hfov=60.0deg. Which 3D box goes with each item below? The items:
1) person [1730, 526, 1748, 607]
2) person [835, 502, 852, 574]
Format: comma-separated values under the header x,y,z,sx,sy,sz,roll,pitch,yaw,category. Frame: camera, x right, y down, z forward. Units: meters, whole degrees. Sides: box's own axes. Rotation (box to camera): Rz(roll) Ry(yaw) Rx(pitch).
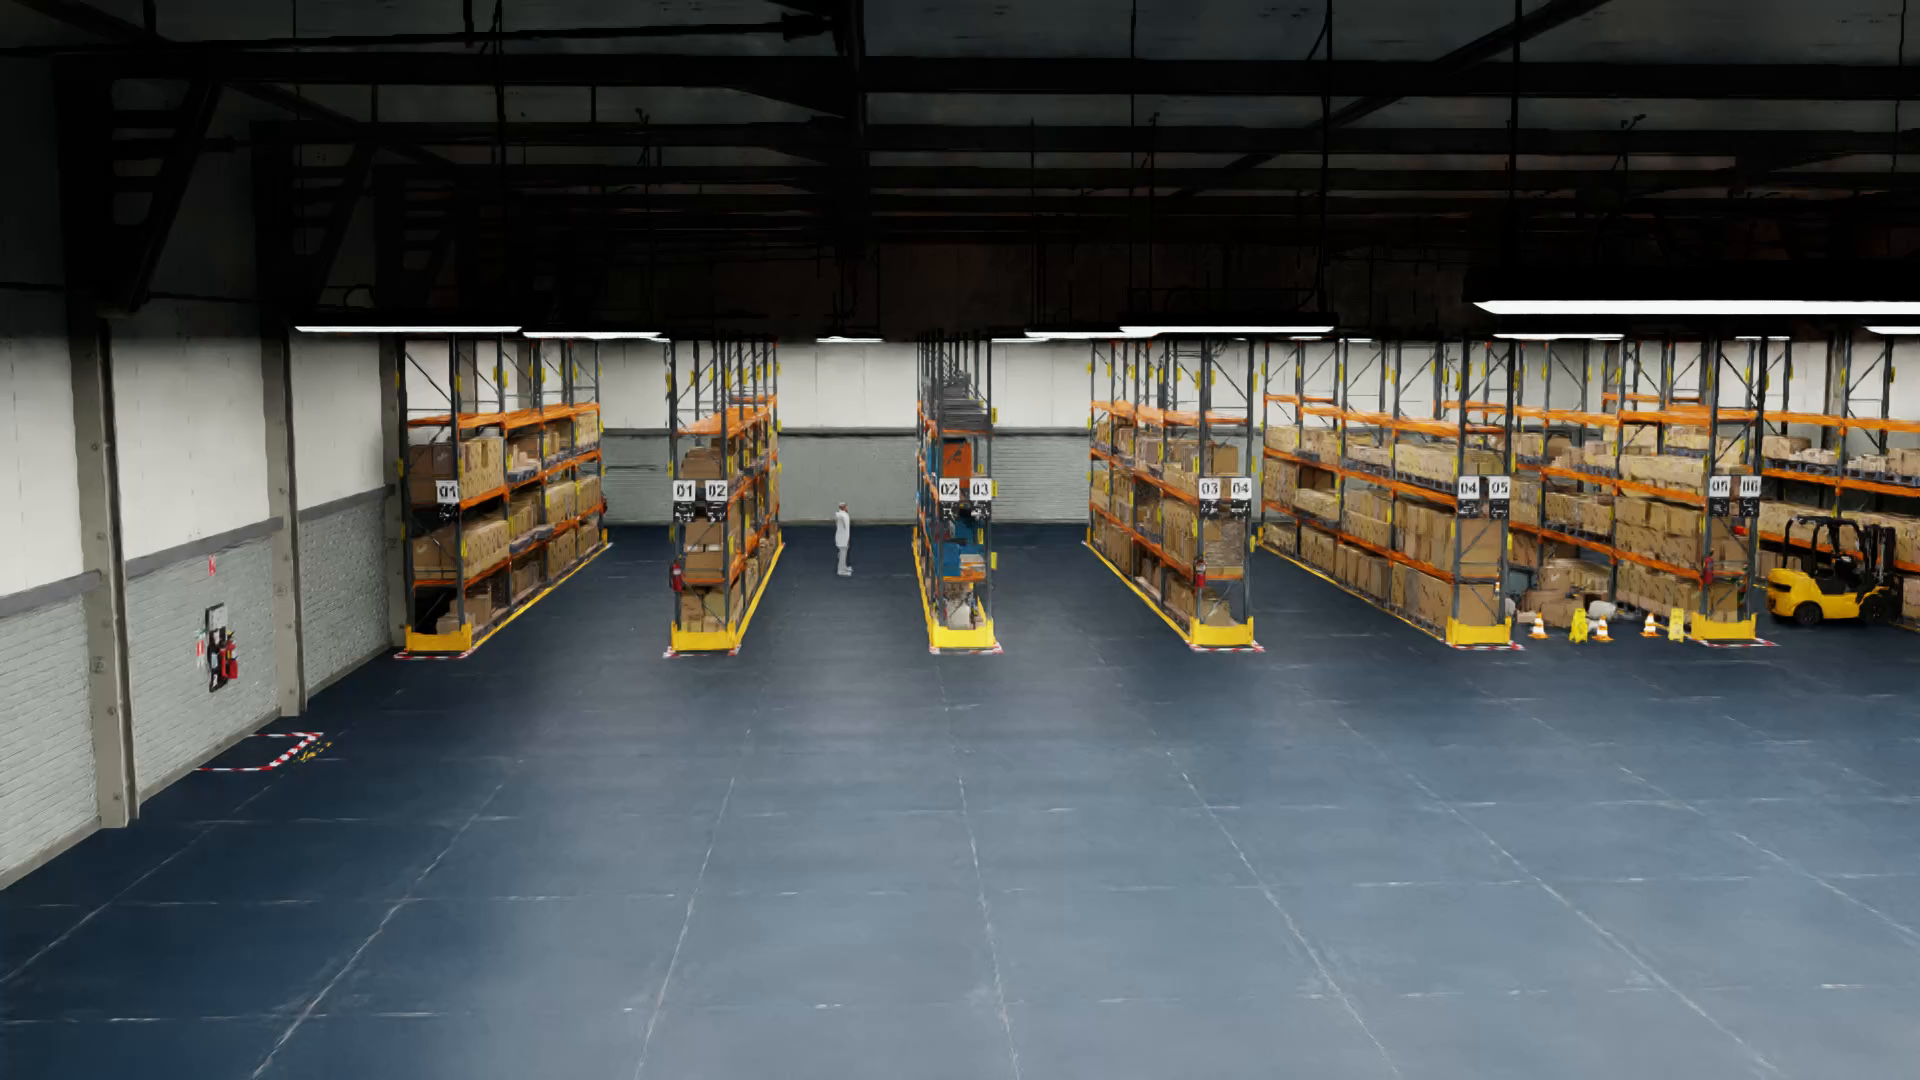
x,y,z,sx,sy,sz,roll,pitch,yaw,category
16.951,0.577,36.151,0.411,1.786,0.594,-4,8,-30,person
-2.863,-0.063,41.466,0.522,1.787,0.653,-4,8,-28,person
